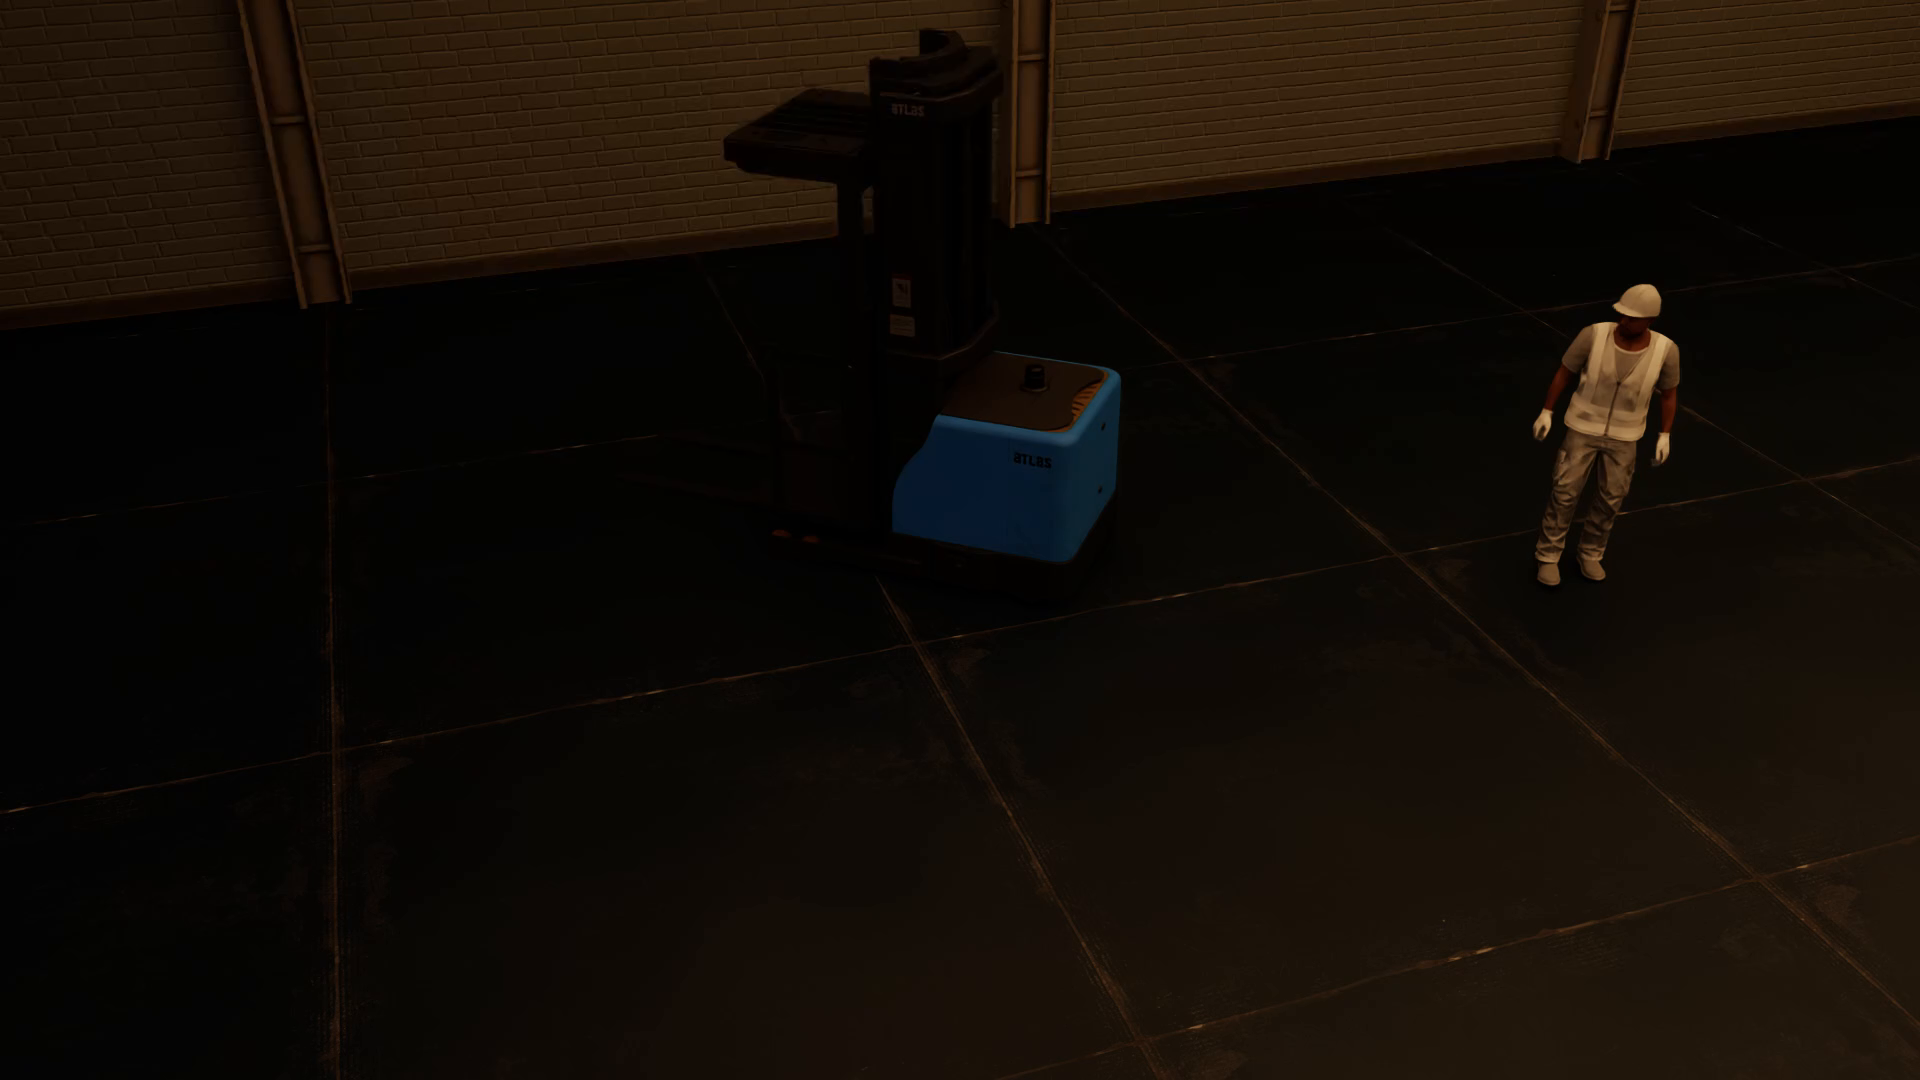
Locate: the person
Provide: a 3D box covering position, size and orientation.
[{"bbox_3d":[3.573,-0.574,9.243,0.733,1.781,0.457,8,31,13],"label":"person"}]

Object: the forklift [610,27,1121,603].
[{"bbox_3d":[-0.630,-1.364,9.458,3.031,2.935,1.130,11,32,18],"label":"forklift"}]
